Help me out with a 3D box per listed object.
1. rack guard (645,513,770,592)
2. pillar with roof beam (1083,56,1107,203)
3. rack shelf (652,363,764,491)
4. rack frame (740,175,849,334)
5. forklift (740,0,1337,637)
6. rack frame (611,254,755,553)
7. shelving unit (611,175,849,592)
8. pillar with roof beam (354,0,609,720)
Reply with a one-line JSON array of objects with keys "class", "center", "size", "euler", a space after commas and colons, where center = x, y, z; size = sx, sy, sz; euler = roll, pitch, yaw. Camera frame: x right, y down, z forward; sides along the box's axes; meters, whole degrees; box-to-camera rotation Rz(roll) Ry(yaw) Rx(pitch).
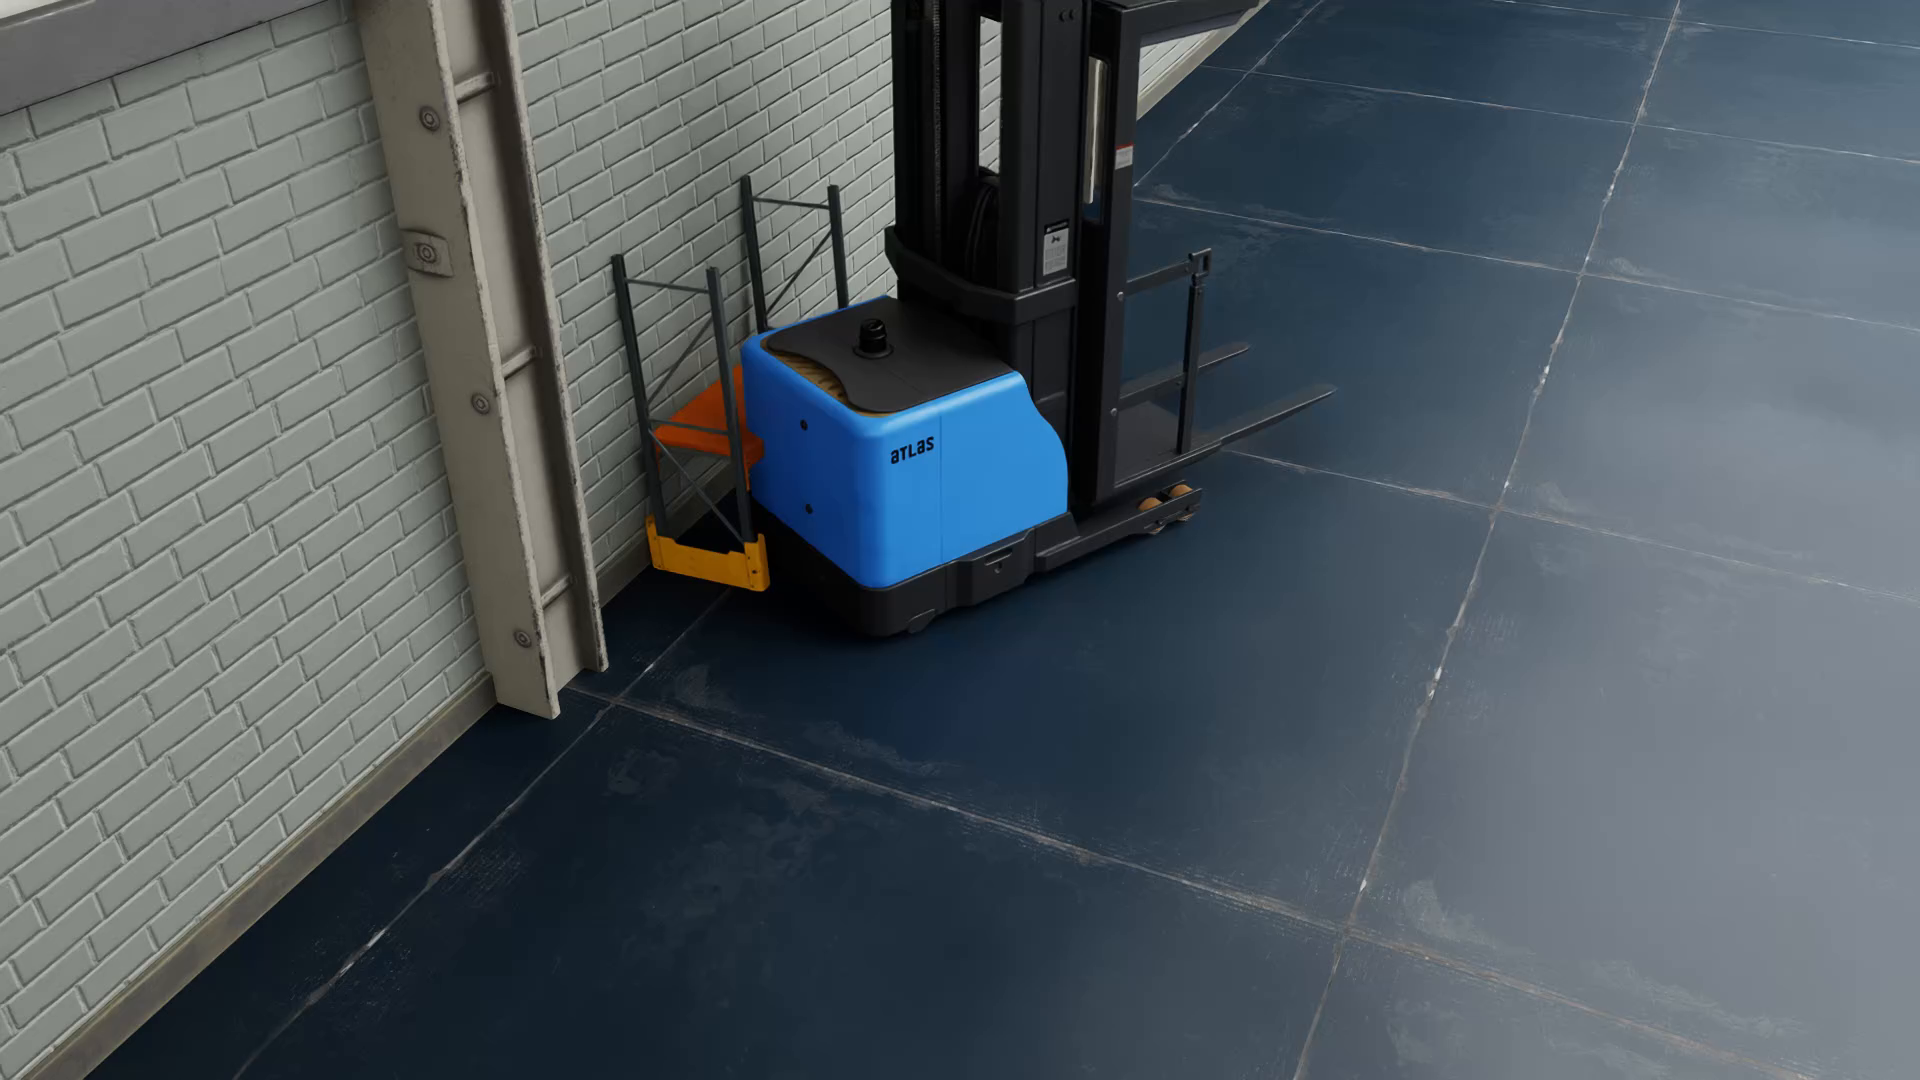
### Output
[{"class": "rack guard", "center": [-1.127, 0.053, 7.422], "size": [0.587, 0.250, 0.087], "euler": [11, 34, 22]}, {"class": "pillar with roof beam", "center": [4.734, -5.178, 7.440], "size": [9.100, 9.000, 0.400], "euler": [14, 36, 20]}, {"class": "rack shelf", "center": [-0.939, -0.575, 7.583], "size": [0.538, 0.185, 1.000], "euler": [11, 34, 22]}, {"class": "rack frame", "center": [-0.738, -0.976, 7.881], "size": [0.500, 1.500, 0.032], "euler": [11, 34, 22]}, {"class": "forklift", "center": [0.527, -1.463, 7.308], "size": [3.031, 2.935, 1.130], "euler": [-23, 39, -30]}, {"class": "rack frame", "center": [-1.158, -0.481, 7.099], "size": [0.500, 1.500, 0.032], "euler": [11, 34, 22]}, {"class": "shelving unit", "center": [-0.952, -0.724, 7.483], "size": [0.587, 1.500, 1.083], "euler": [11, 34, 22]}, {"class": "pillar with roof beam", "center": [2.224, -2.190, 2.883], "size": [9.100, 9.000, 0.400], "euler": [14, 36, 20]}]
